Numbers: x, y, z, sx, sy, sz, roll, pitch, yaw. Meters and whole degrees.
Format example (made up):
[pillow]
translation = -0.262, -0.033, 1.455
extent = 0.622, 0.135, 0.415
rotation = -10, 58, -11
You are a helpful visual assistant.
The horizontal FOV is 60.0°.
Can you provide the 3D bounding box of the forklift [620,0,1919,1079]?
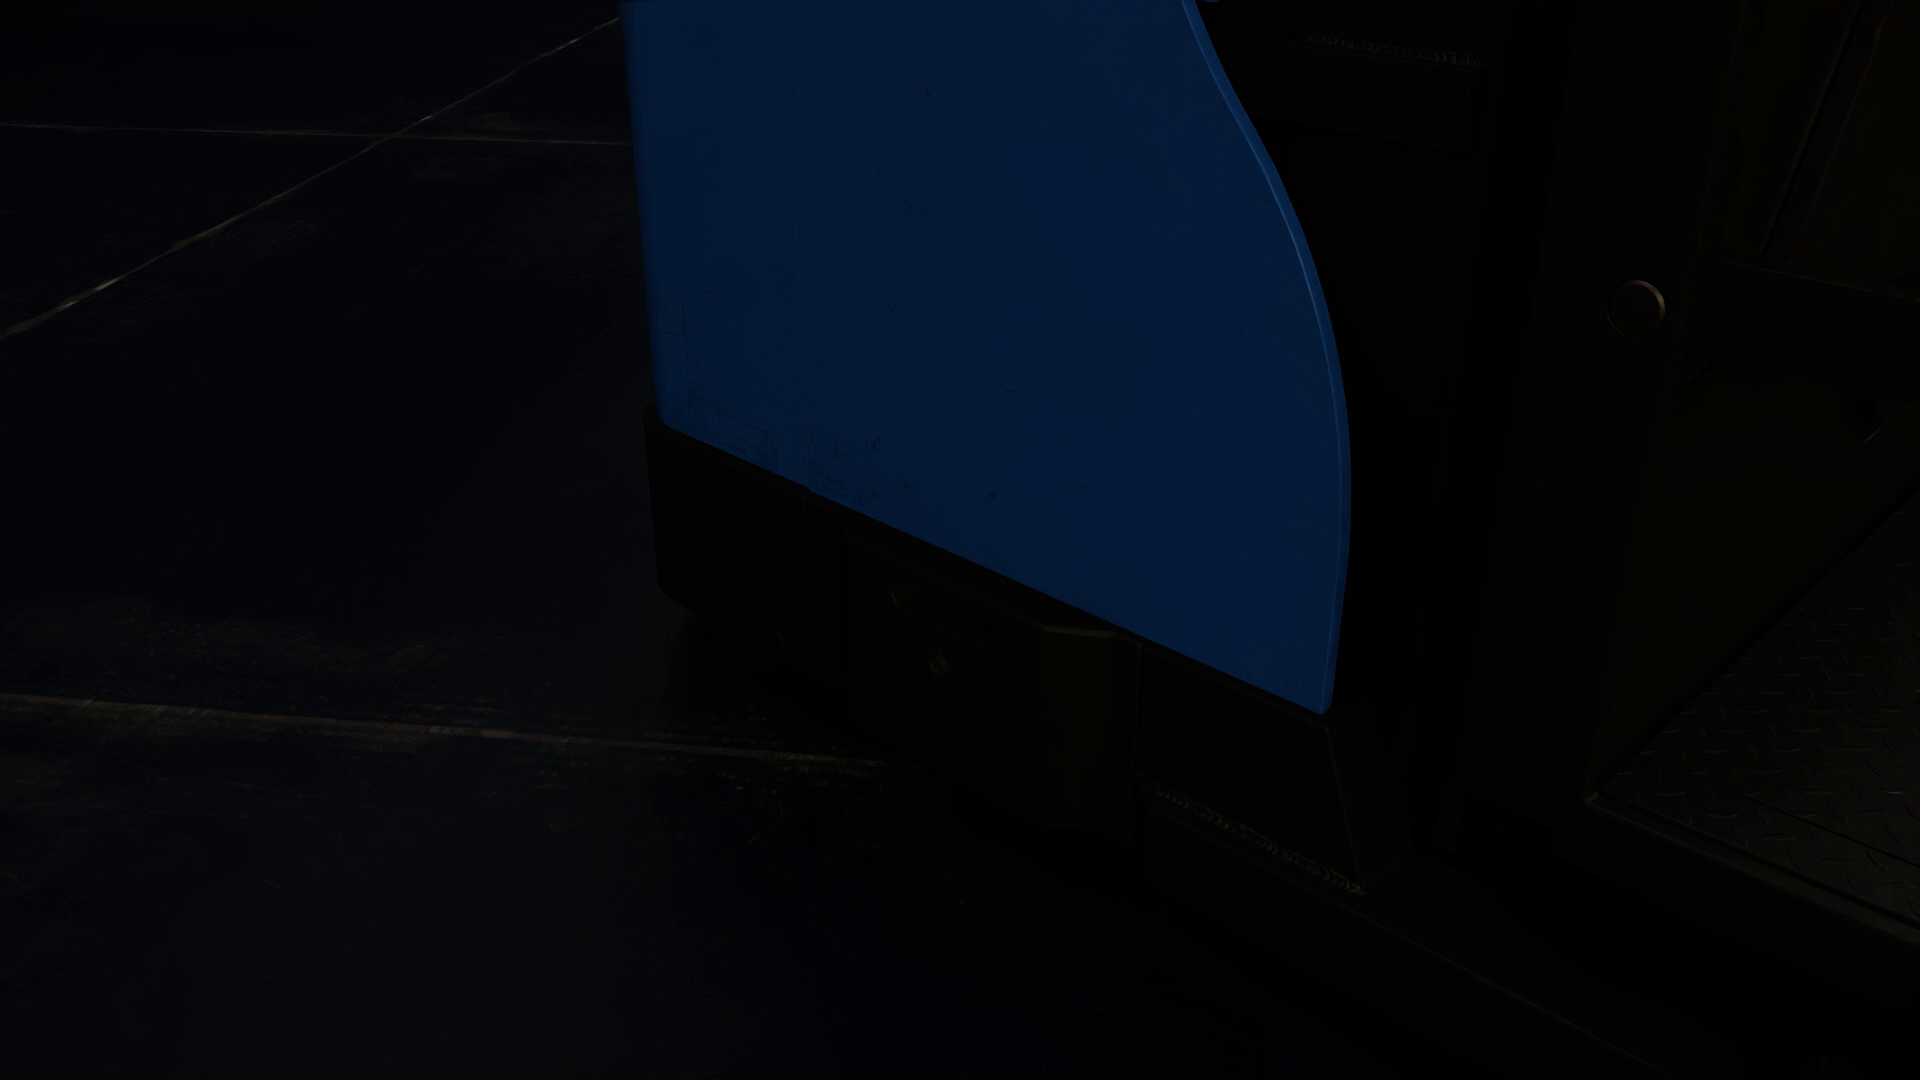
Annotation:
[forklift]
translation = 1.004, -0.899, 1.019
extent = 3.031, 2.935, 1.130
rotation = 23, 35, 38
